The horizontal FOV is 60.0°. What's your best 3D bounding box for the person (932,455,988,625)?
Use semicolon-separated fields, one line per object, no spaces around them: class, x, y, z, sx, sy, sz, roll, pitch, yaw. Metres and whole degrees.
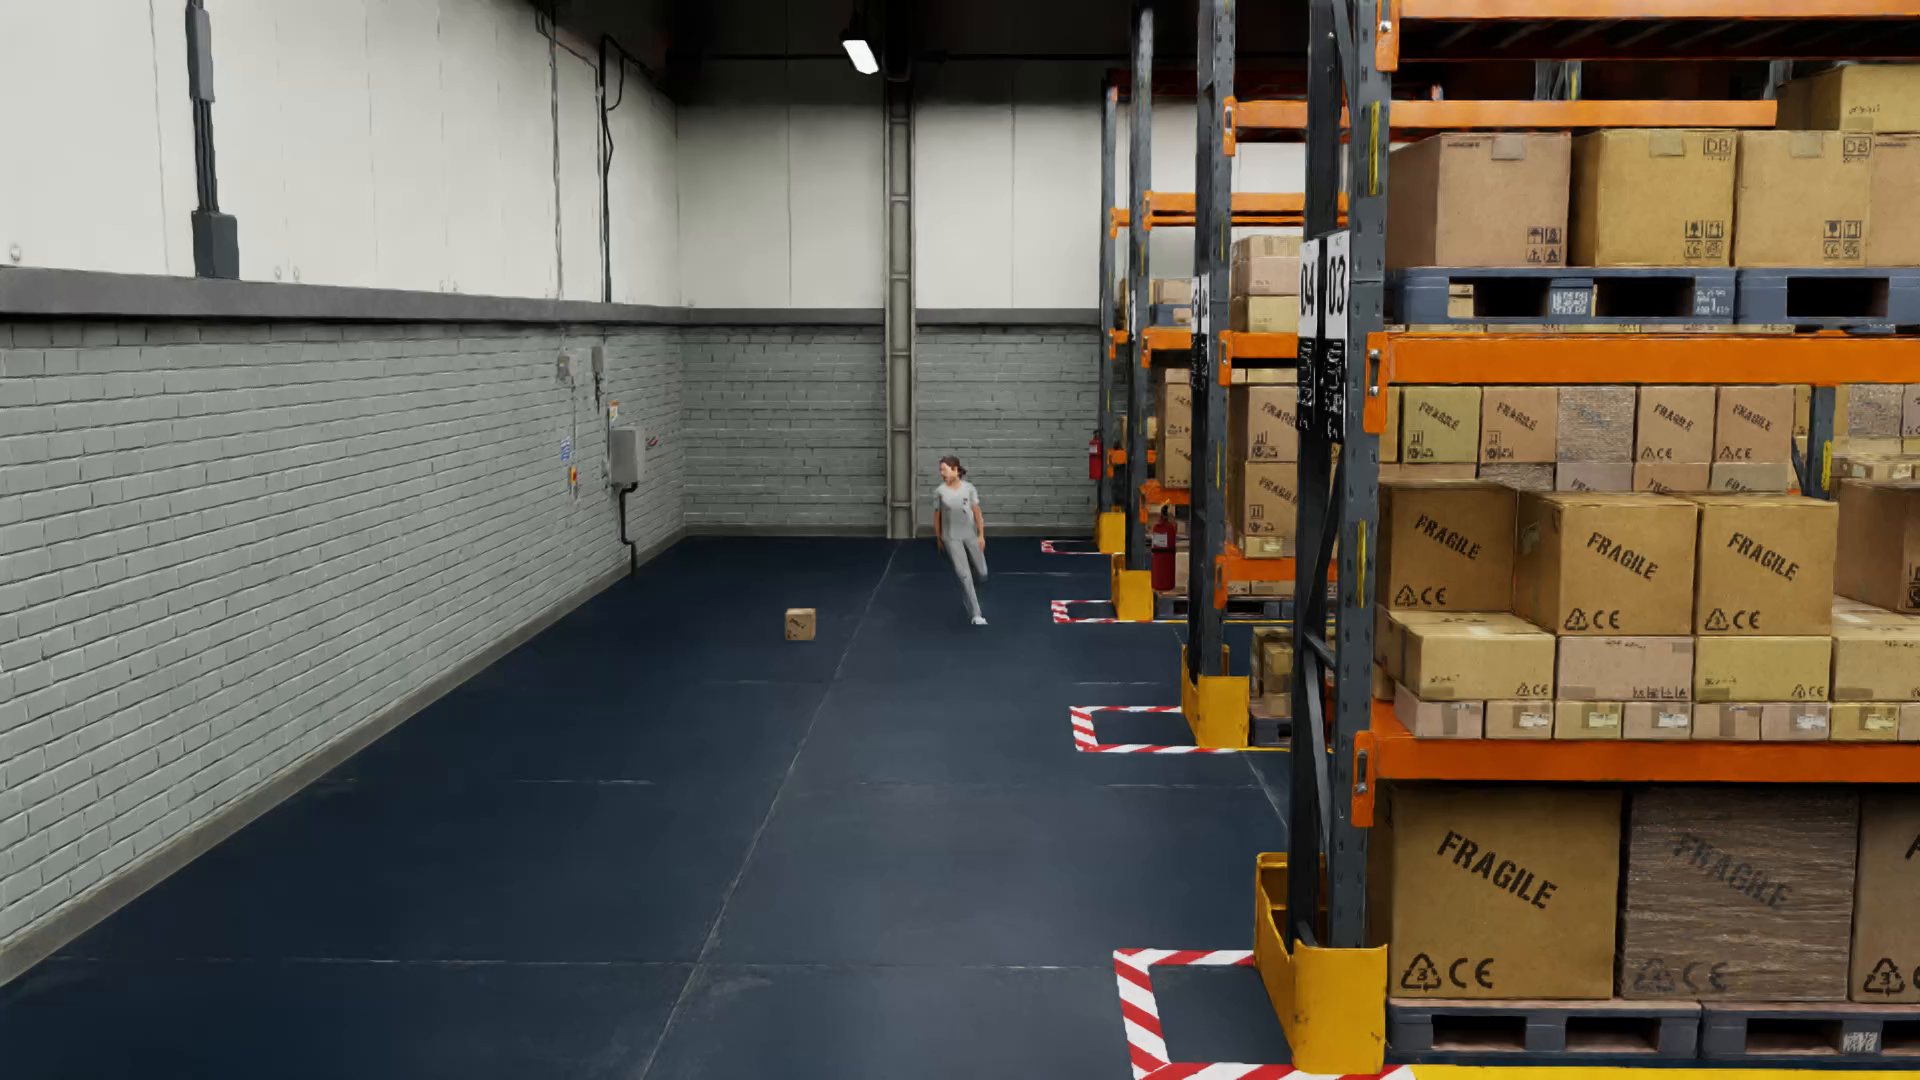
person;0.001;-0.008;16.059;0.505;1.615;0.733;-1;7;-12
